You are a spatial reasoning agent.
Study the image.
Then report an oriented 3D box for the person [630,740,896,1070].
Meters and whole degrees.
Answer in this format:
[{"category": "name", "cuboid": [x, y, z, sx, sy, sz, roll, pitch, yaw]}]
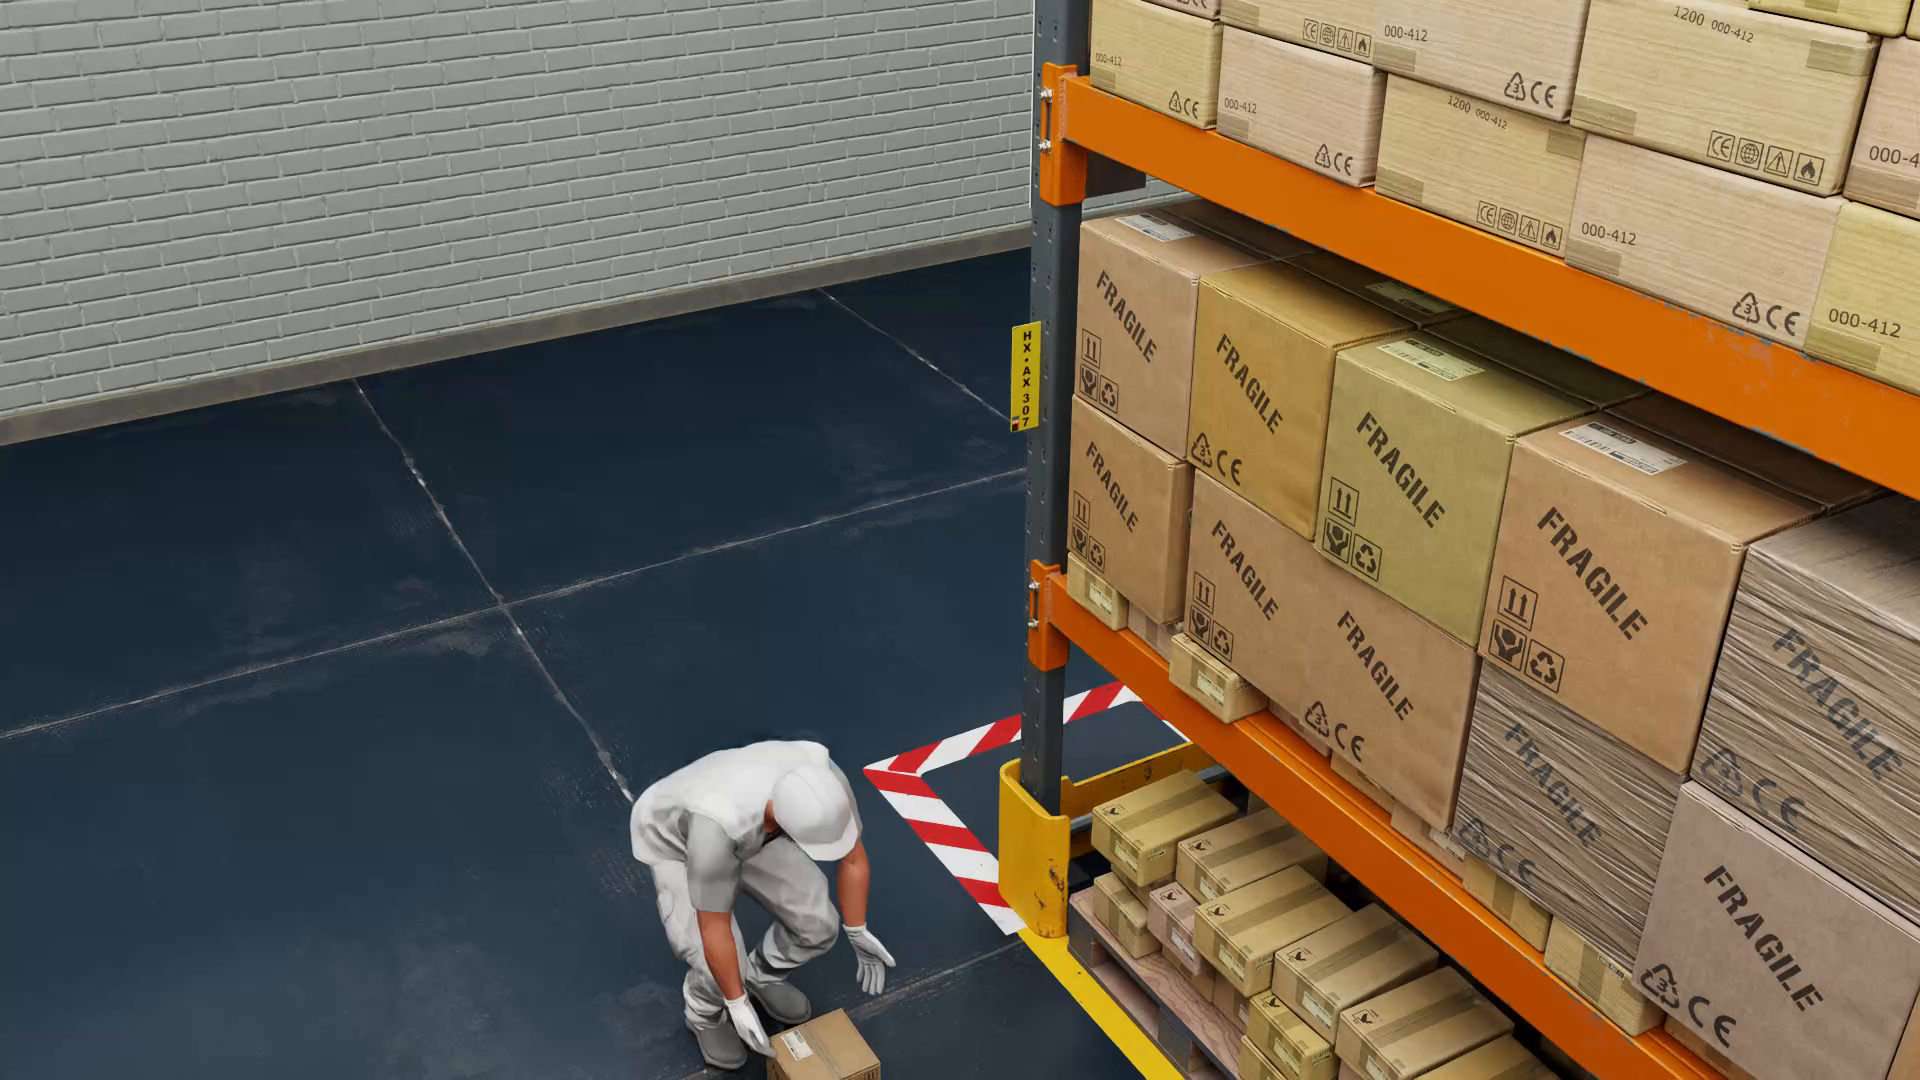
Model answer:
[{"category": "person", "cuboid": [-0.593, 1.010, 4.901, 0.580, 1.172, 0.852, -20, 35, -32]}]
